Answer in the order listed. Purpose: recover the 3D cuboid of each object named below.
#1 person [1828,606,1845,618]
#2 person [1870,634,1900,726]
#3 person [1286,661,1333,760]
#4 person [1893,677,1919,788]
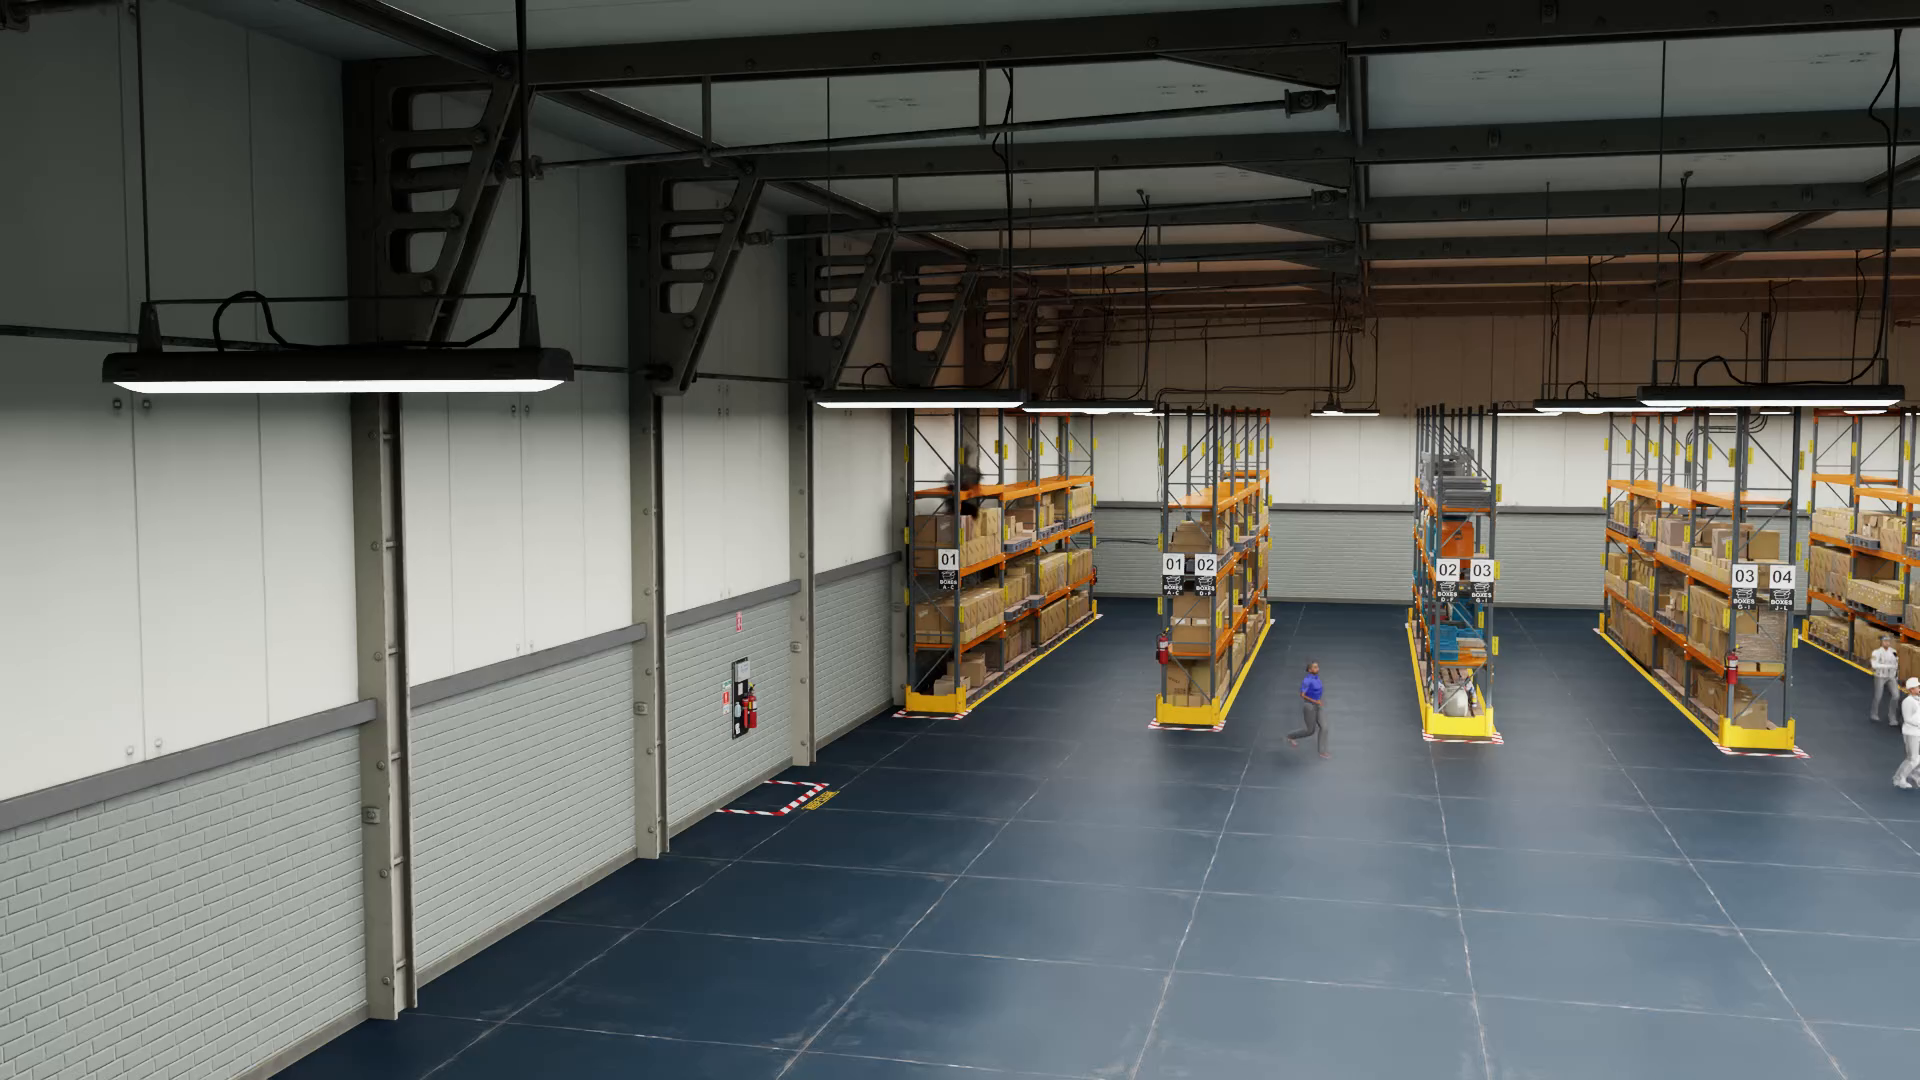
[{"bbox_3d":[23.408,1.669,44.308,1.001,1.624,0.616,1,4,18],"label":"person"},{"bbox_3d":[17.351,2.620,31.154,0.595,1.739,0.714,0,4,6],"label":"person"},{"bbox_3d":[5.957,2.868,28.207,0.856,1.651,0.590,4,6,41],"label":"person"},{"bbox_3d":[14.767,2.991,25.607,0.668,1.756,0.661,-2,5,-31],"label":"person"}]
